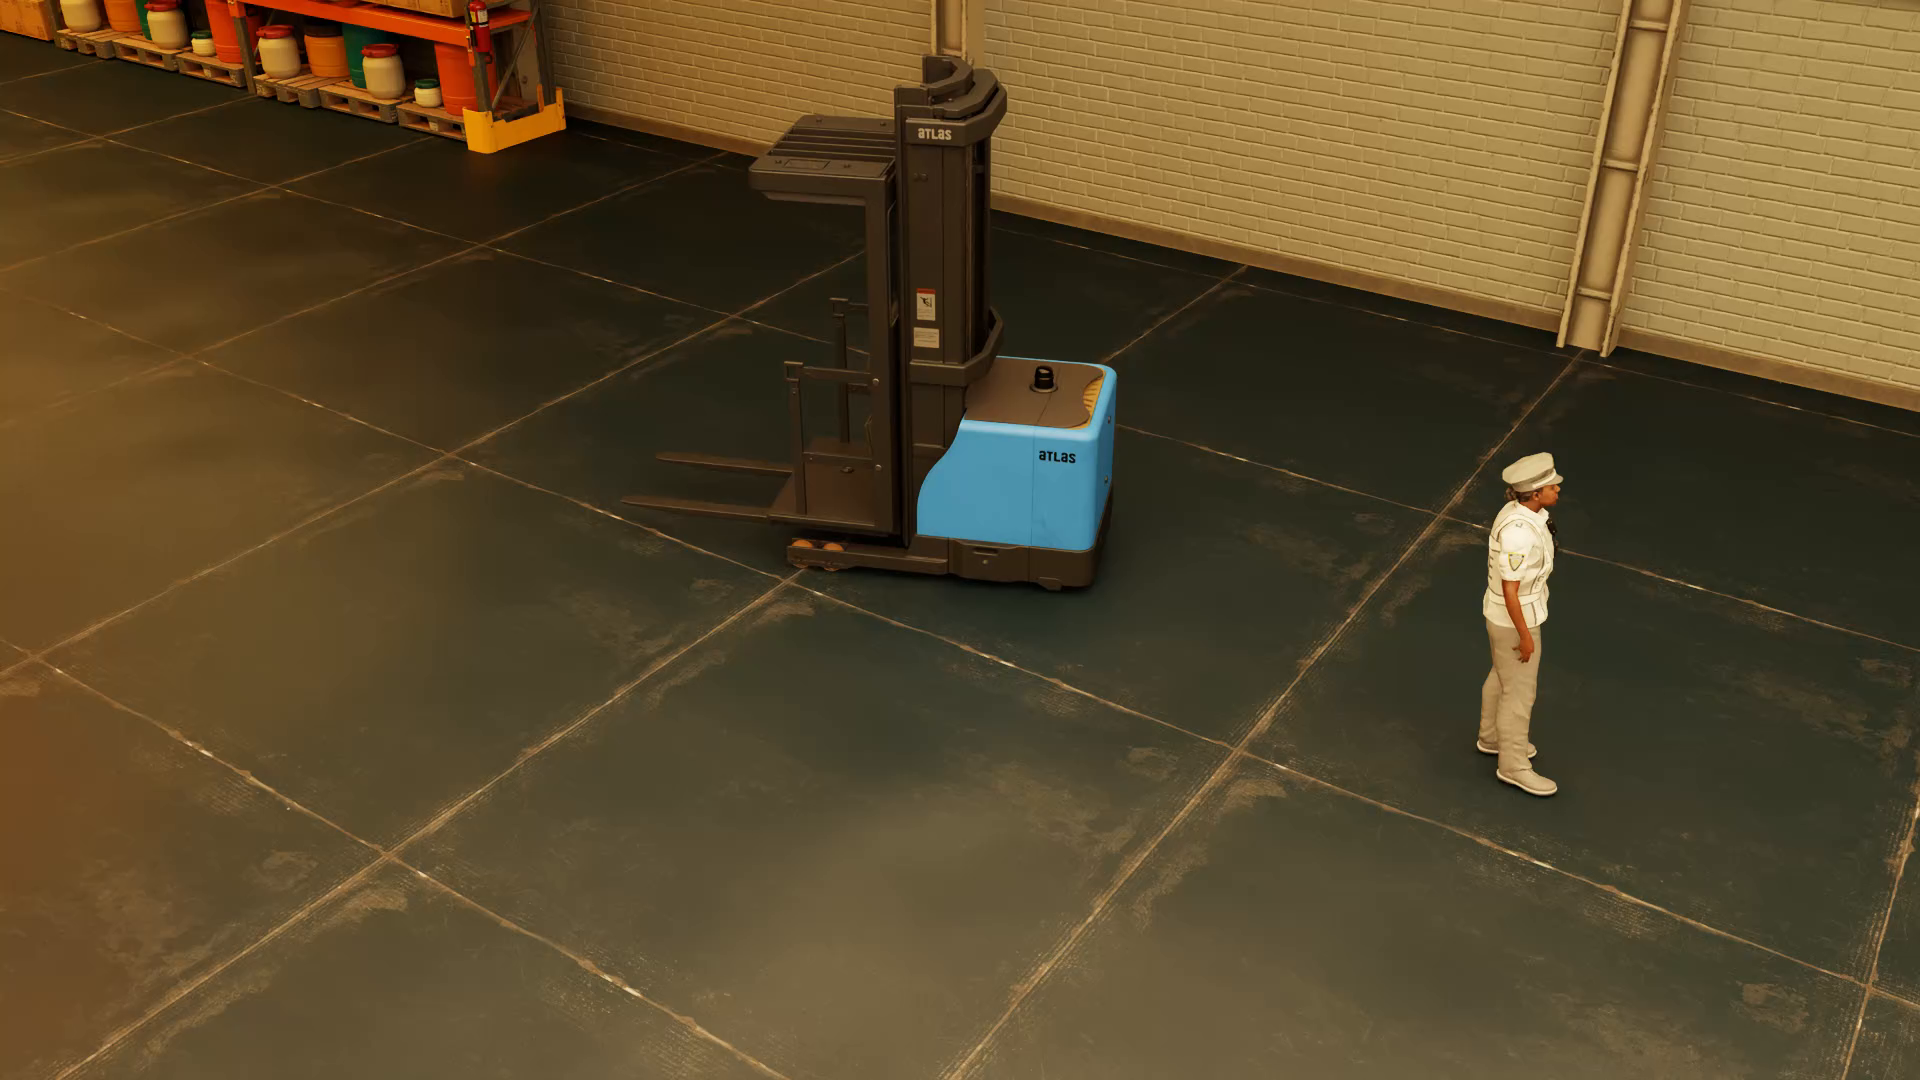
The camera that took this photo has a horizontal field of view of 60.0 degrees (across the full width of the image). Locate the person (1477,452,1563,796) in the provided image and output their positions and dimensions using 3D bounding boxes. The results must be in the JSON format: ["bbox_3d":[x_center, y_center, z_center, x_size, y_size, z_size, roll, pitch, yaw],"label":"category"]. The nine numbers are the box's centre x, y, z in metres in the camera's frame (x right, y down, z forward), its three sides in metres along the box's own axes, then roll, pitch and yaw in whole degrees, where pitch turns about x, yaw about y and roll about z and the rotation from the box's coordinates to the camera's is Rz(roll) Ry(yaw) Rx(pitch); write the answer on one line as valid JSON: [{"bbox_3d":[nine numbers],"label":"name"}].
[{"bbox_3d":[2.801,0.382,8.143,0.527,1.694,0.570,10,32,16],"label":"person"}]

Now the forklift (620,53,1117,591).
[{"bbox_3d":[-0.596,-1.330,9.871,3.031,2.935,1.130,6,31,10],"label":"forklift"}]
